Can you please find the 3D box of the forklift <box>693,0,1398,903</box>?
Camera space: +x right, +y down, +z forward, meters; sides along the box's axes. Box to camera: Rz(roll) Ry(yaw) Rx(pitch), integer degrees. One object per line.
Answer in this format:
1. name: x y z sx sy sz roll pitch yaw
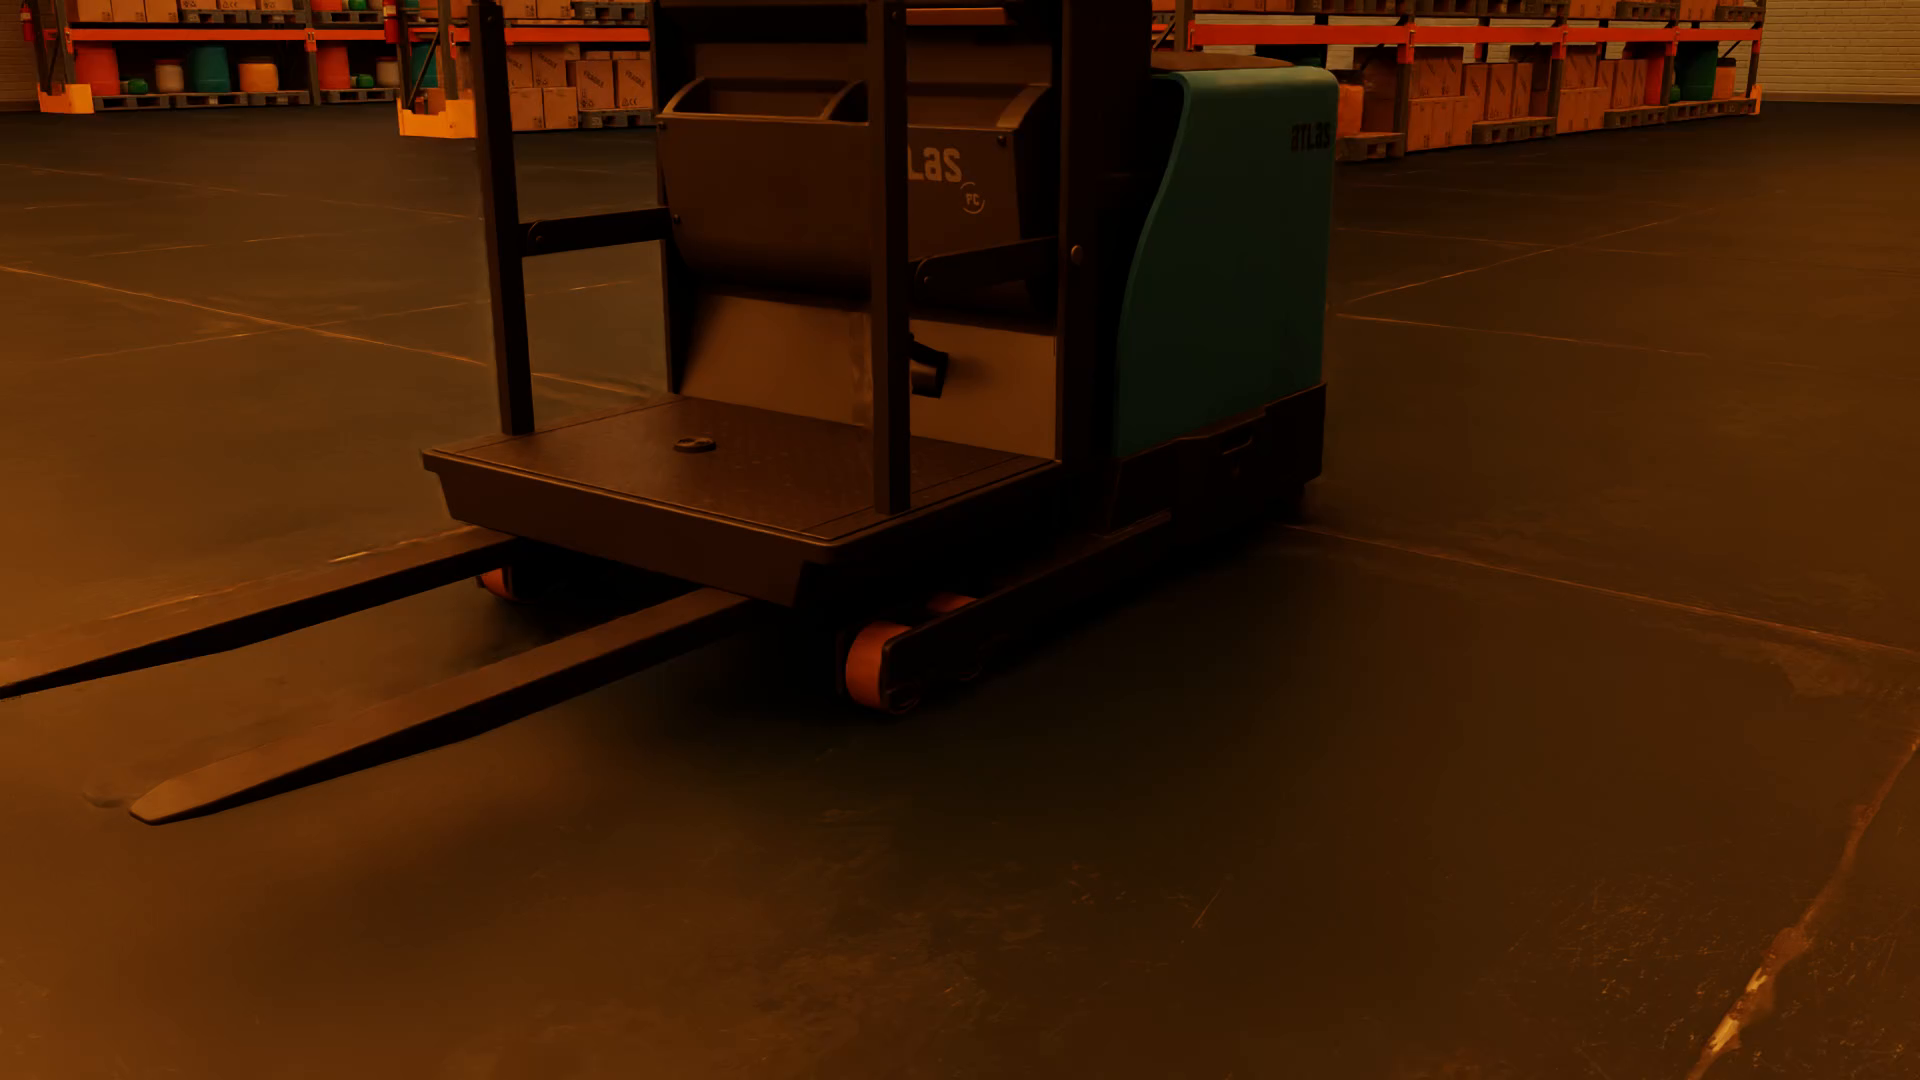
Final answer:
1. forklift: 0.060 -1.234 2.963 1.130 2.935 3.031 -1 17 -4
